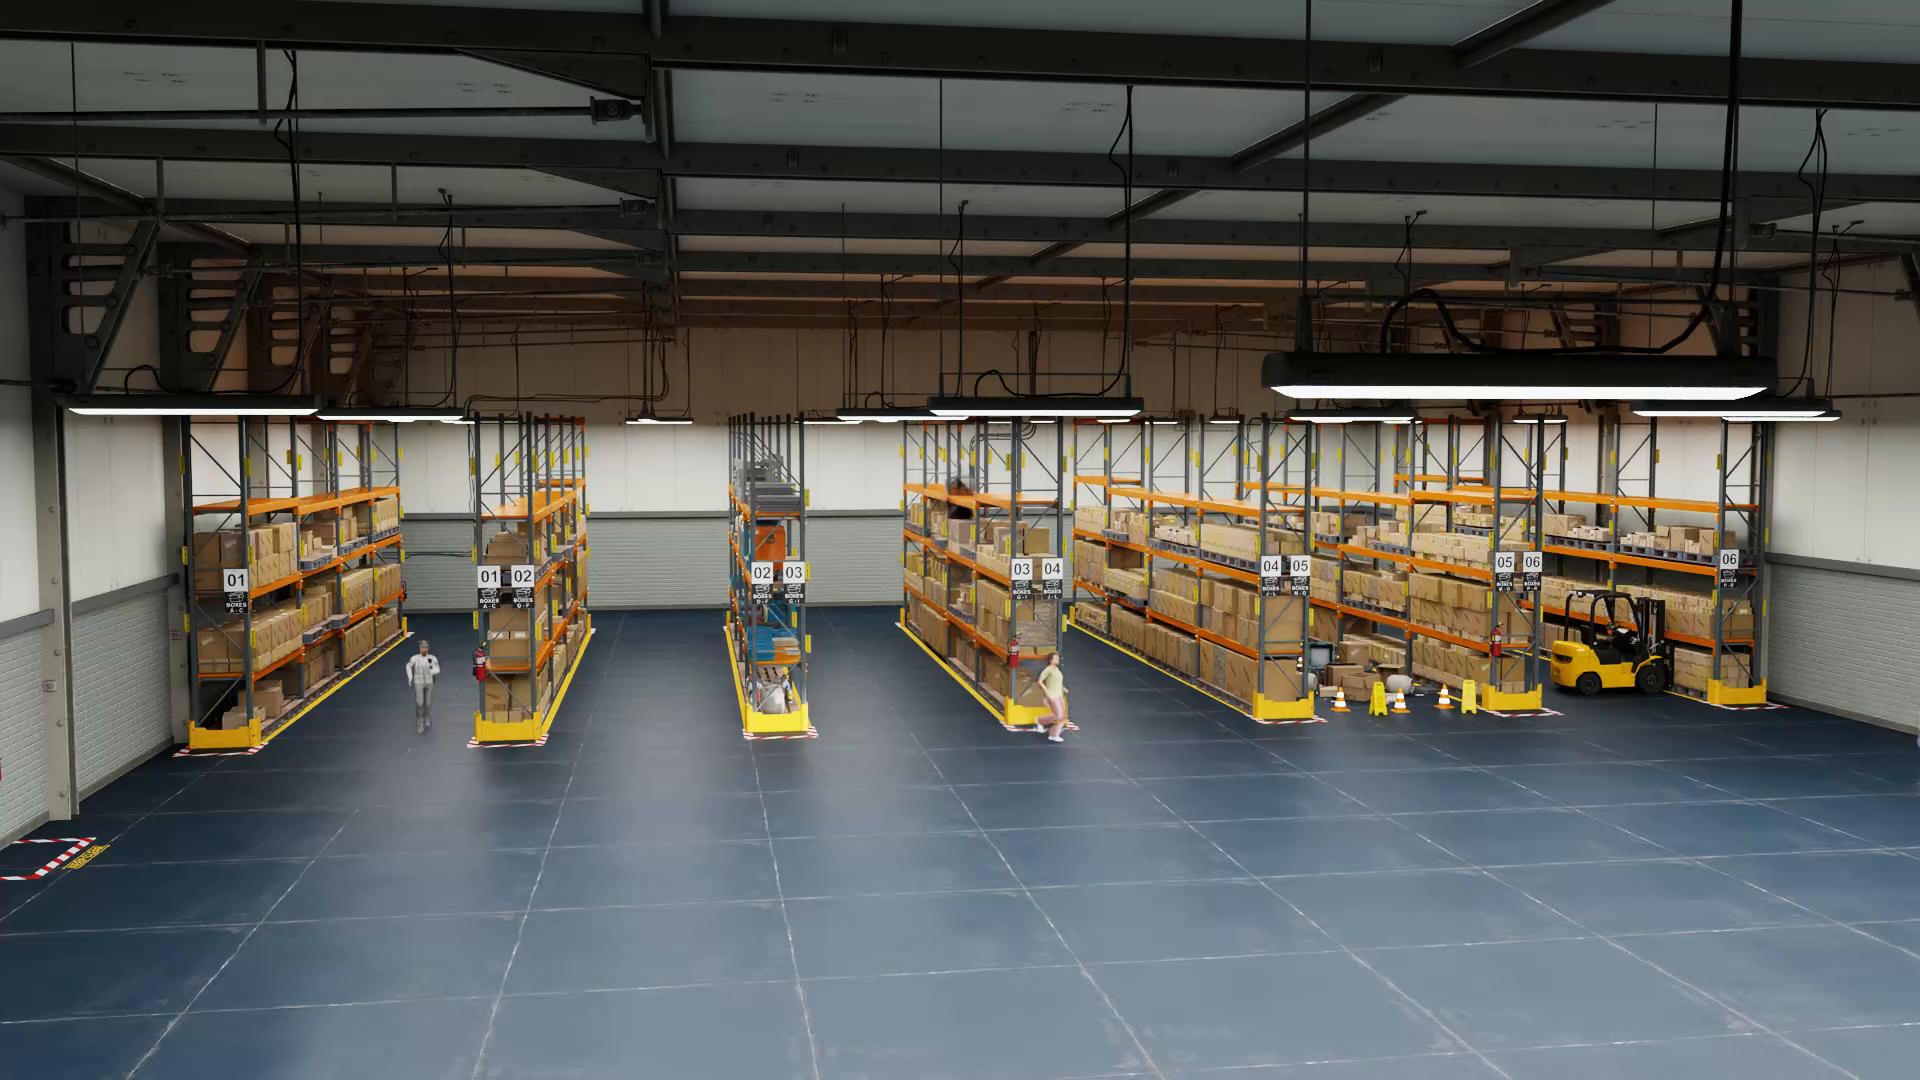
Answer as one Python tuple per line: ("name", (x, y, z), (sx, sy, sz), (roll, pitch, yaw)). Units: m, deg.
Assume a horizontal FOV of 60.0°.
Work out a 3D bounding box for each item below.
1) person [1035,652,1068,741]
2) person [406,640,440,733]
("person", (1.676, 2.855, 30.382), (0.565, 1.627, 0.593), (3, 5, 34))
("person", (-10.095, 2.751, 31.322), (0.576, 1.749, 0.732), (-2, 4, -24))
